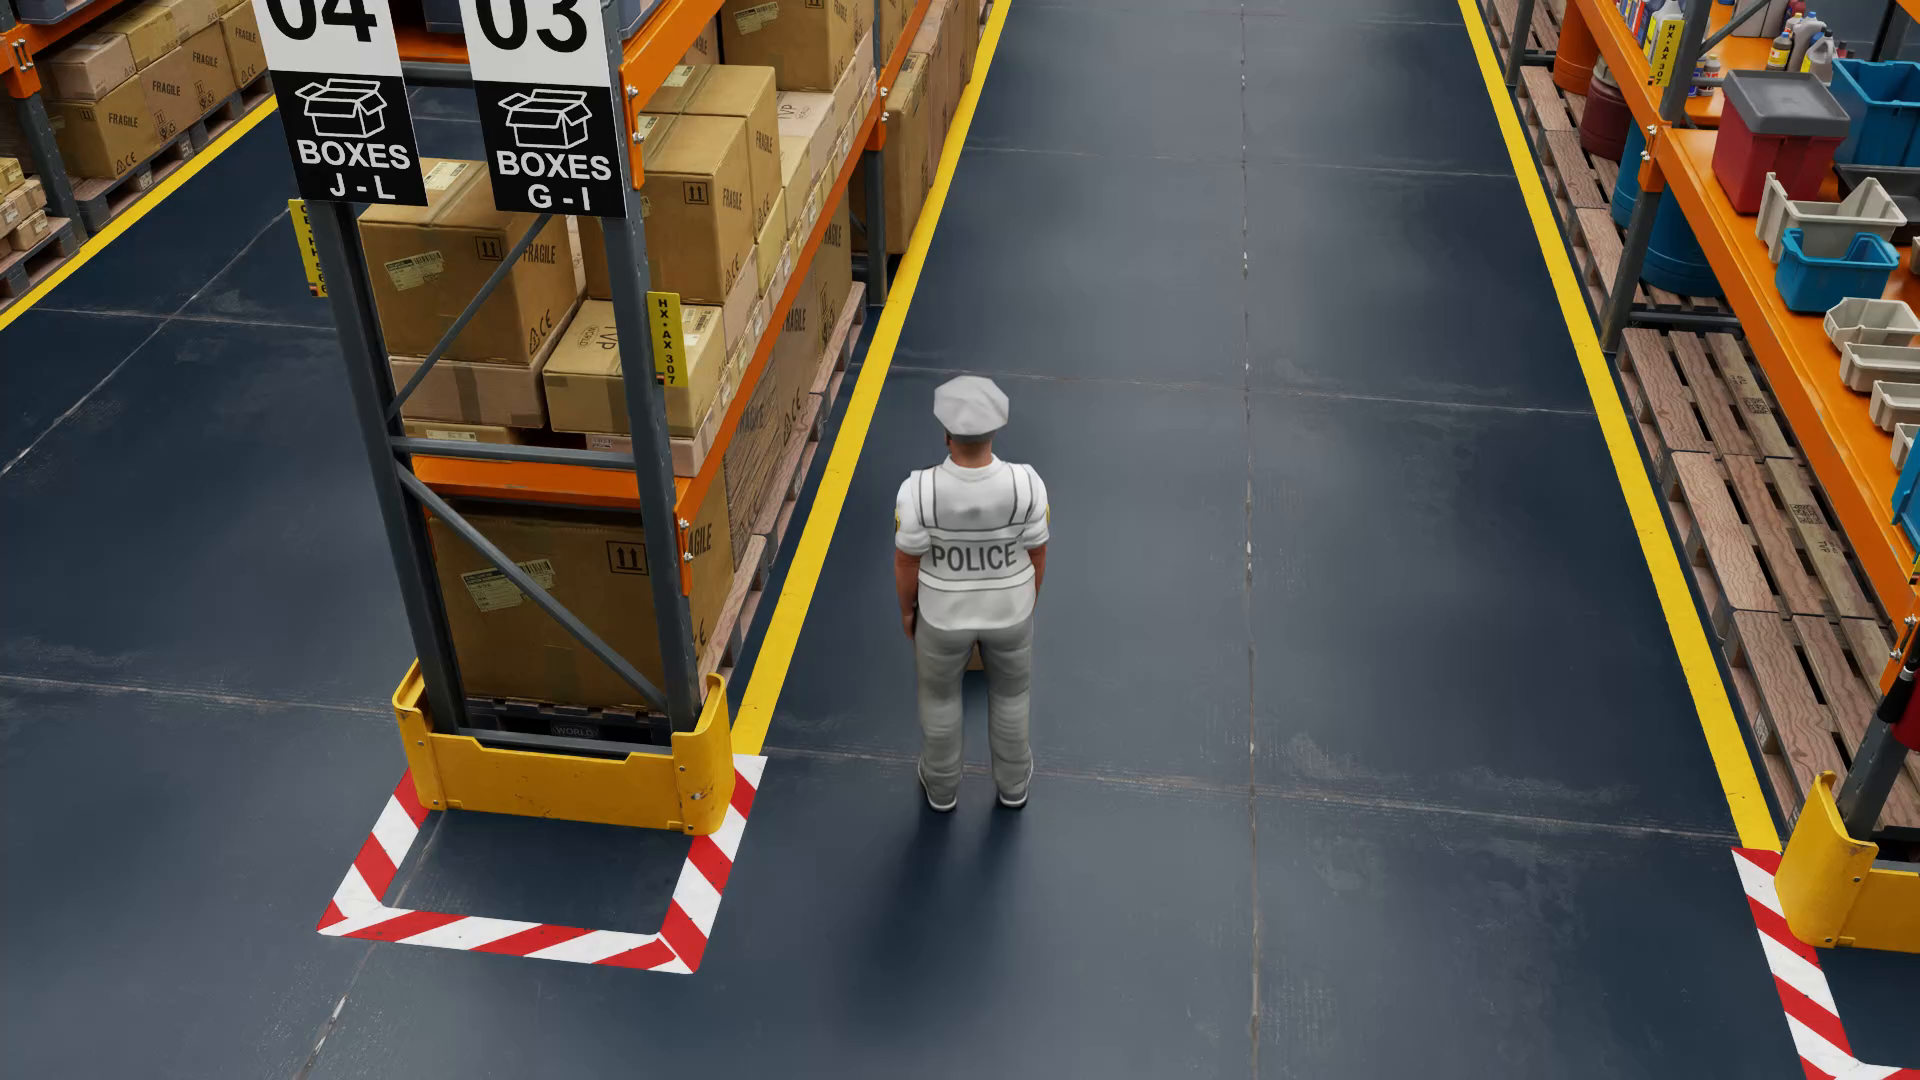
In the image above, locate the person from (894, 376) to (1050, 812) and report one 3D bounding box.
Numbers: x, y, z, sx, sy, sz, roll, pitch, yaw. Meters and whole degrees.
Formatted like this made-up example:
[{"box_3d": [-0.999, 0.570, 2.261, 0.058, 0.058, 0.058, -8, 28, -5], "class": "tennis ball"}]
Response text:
[{"box_3d": [0.032, 0.217, 5.834, 0.526, 1.771, 0.395, -4, 36, -5], "class": "person"}]
